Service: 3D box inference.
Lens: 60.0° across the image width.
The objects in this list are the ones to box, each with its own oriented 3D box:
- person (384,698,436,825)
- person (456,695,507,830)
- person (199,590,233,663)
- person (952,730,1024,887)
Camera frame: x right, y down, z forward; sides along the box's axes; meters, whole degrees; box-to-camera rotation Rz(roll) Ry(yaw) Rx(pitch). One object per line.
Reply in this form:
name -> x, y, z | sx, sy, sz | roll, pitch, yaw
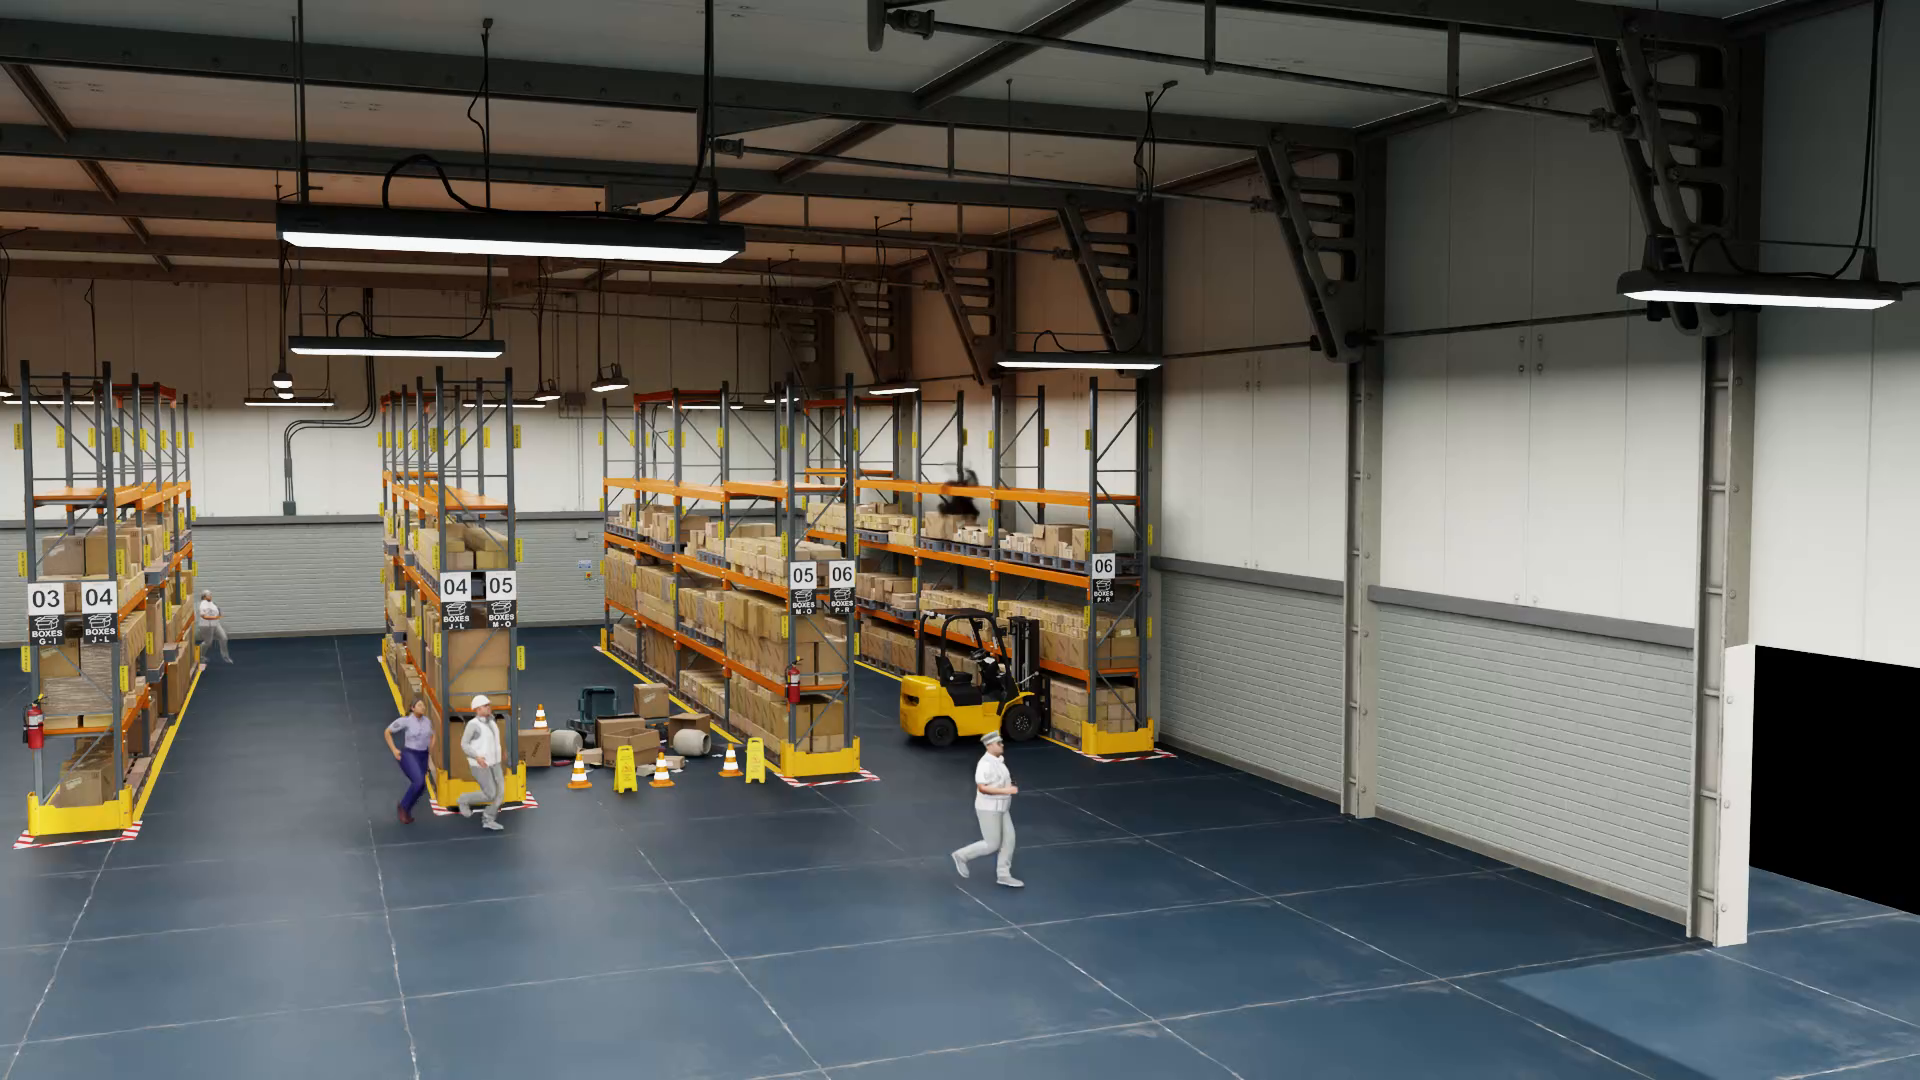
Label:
person -> -7.128, 2.889, 21.832 | 0.566, 1.616, 0.627 | 2, 4, 24
person -> -6.156, 2.857, 21.410 | 0.624, 1.731, 0.660 | 1, 4, 21
person -> -16.735, 1.944, 37.119 | 0.818, 1.672, 0.602 | 0, 3, 5
person -> 0.329, 2.994, 18.667 | 0.817, 1.755, 0.676 | 1, 4, 19
